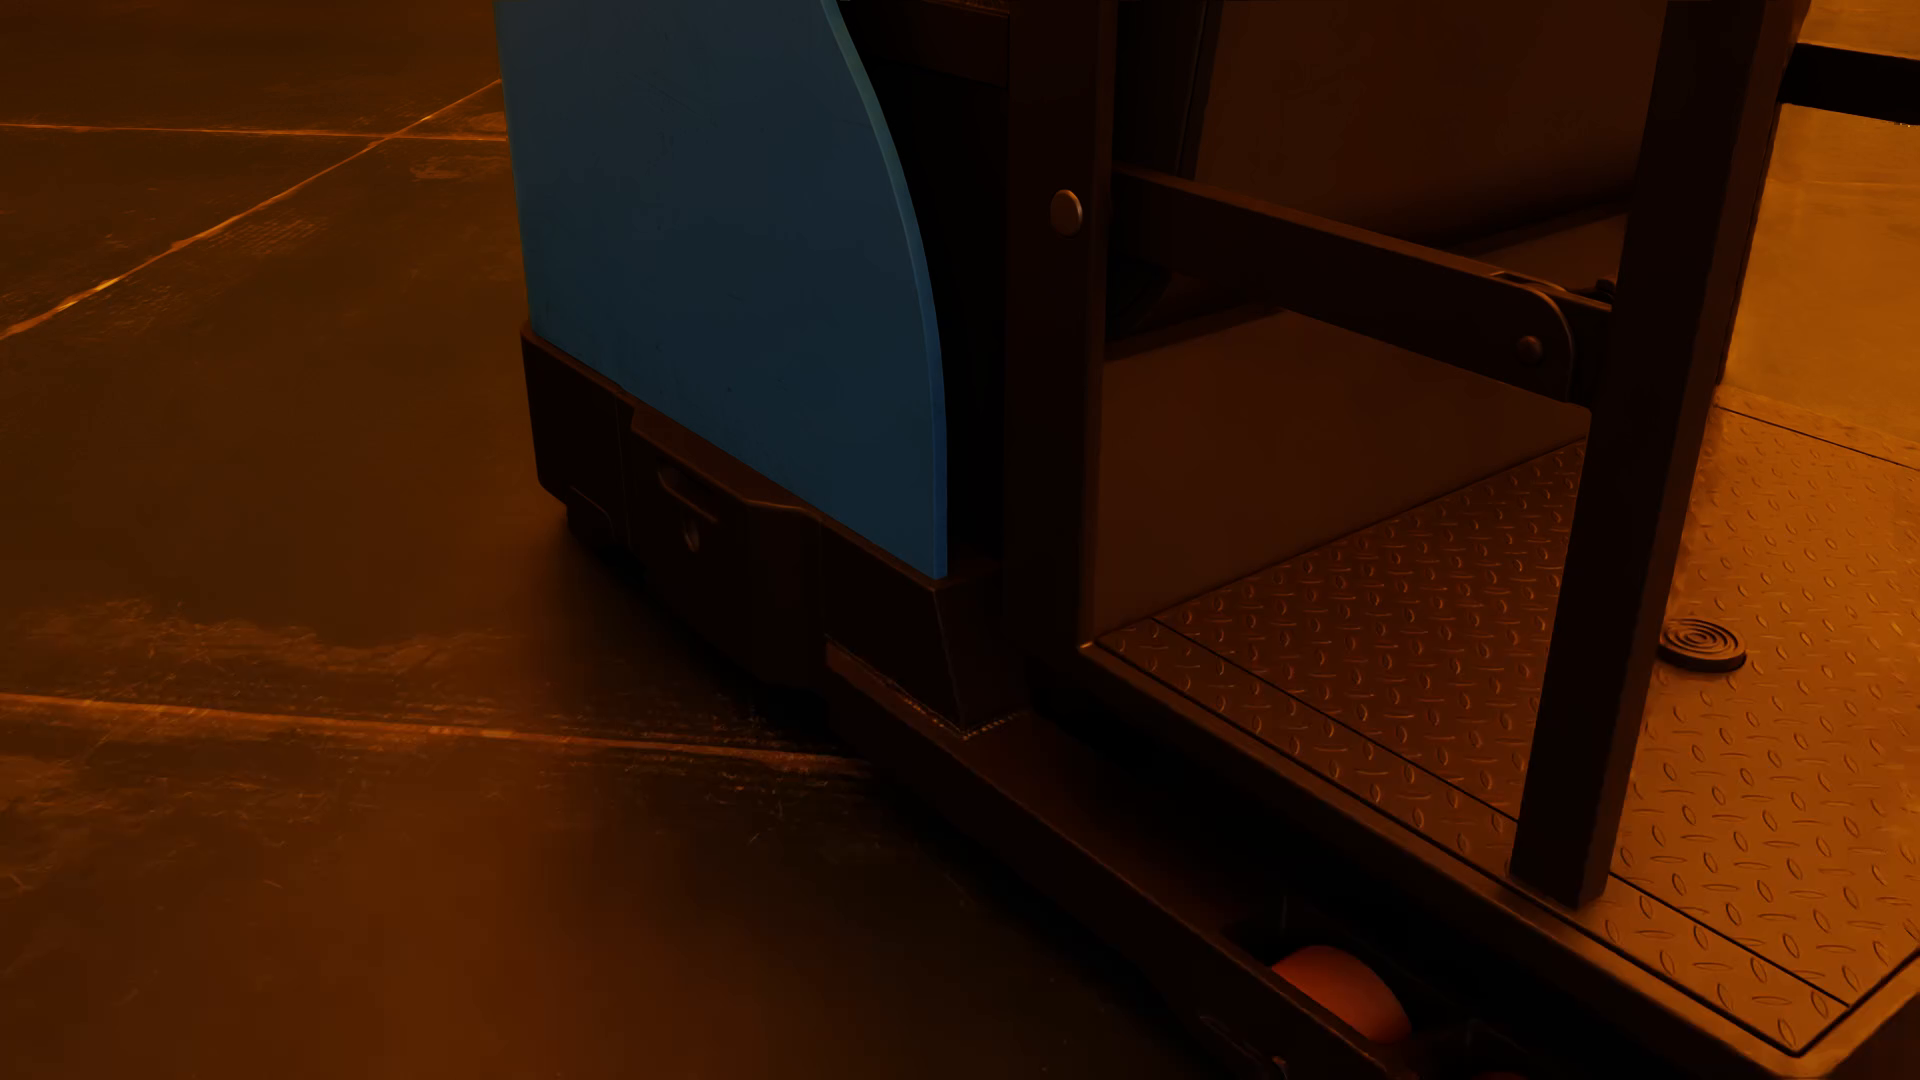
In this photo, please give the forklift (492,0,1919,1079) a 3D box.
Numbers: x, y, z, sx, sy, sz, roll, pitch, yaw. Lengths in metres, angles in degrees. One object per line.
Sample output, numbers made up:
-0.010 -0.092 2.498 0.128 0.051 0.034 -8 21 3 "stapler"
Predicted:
0.656 -0.970 1.160 1.130 2.935 3.031 -19 32 -33 "forklift"
